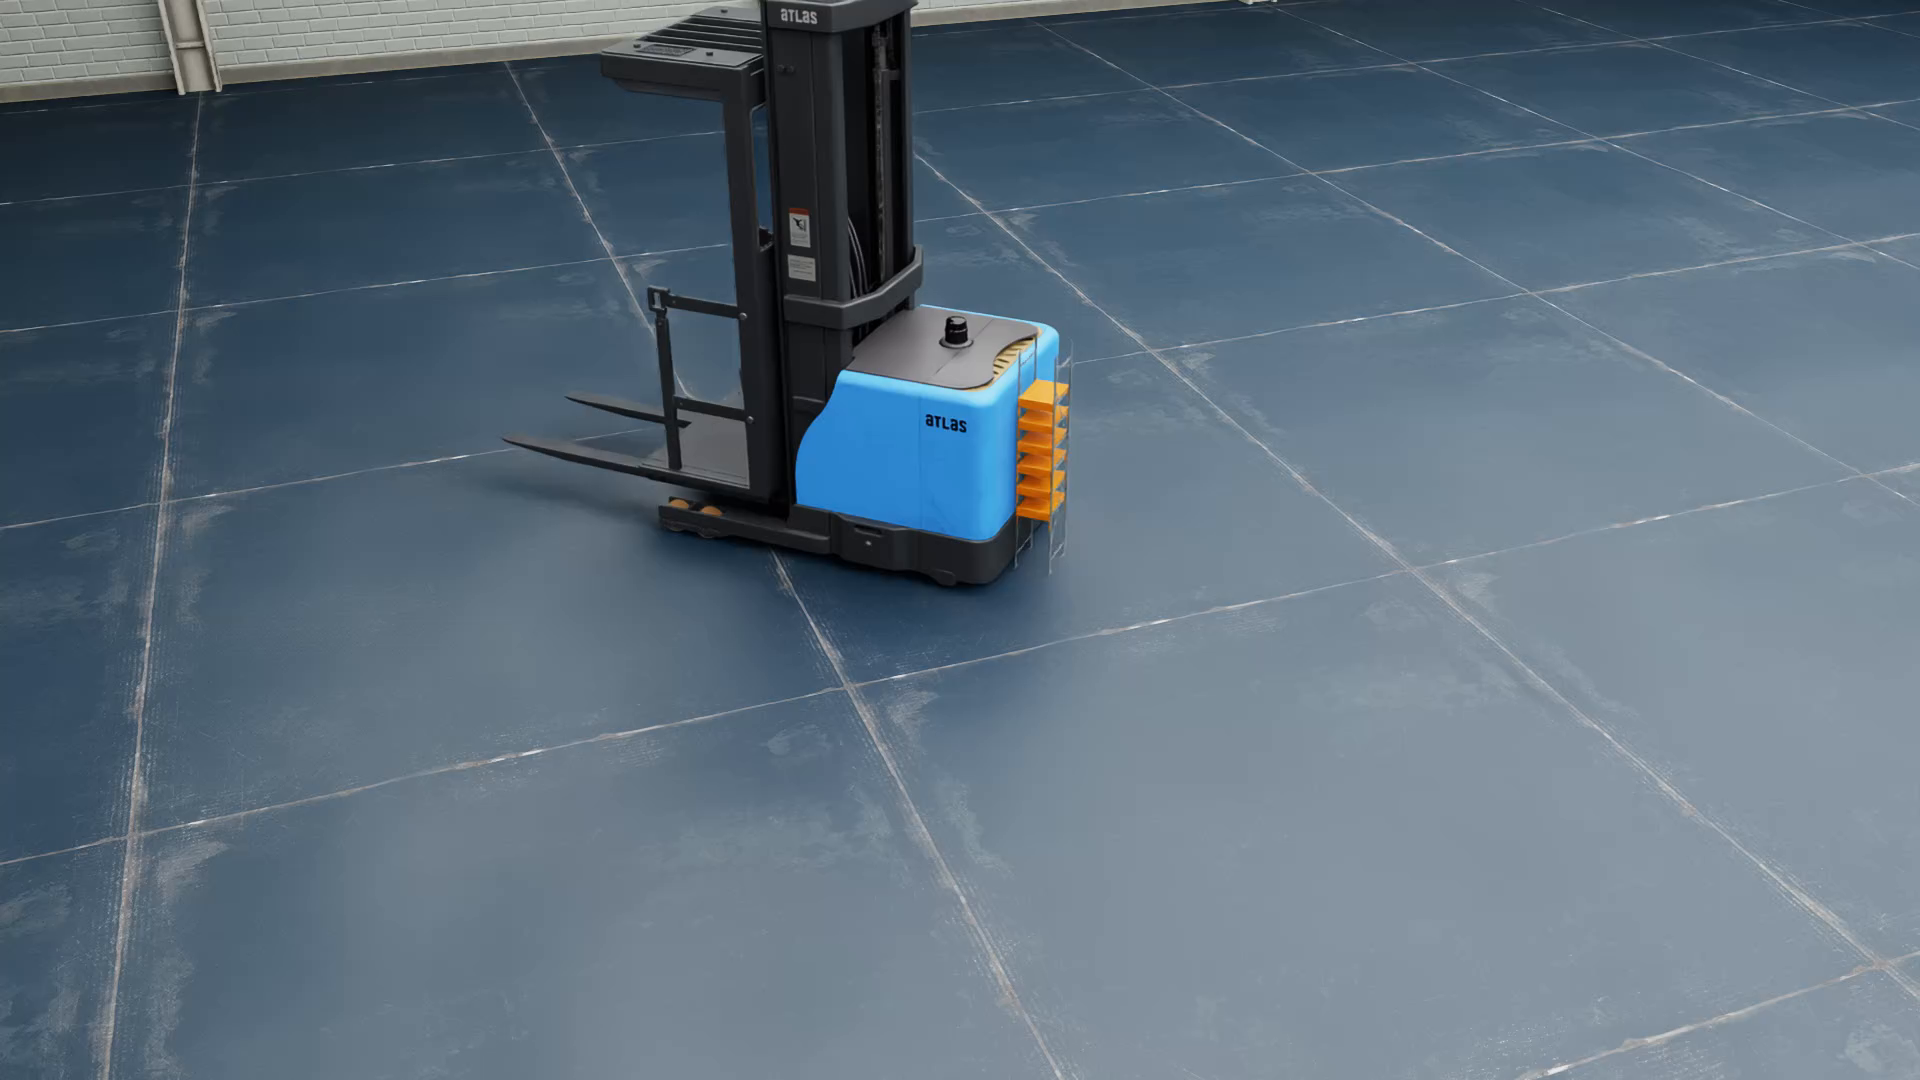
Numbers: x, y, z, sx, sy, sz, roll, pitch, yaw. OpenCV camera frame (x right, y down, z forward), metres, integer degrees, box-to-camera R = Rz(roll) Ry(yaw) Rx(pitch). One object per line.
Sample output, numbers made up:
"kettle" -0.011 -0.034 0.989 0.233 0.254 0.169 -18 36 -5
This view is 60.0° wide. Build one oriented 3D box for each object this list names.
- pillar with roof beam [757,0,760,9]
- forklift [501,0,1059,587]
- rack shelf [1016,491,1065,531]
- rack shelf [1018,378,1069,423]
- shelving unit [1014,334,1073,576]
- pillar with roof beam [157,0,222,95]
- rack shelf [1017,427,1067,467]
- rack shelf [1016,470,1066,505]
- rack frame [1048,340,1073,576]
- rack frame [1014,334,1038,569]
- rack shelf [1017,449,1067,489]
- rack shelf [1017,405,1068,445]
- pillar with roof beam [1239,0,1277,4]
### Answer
"pillar with roof beam" -0.498 -7.473 12.777 0.400 9.000 9.100 -10 31 -18
"forklift" -1.045 -1.508 8.436 3.031 2.935 1.130 12 32 20
"rack shelf" 0.412 -0.162 8.396 0.180 0.103 0.258 12 32 20
"rack shelf" 0.412 -0.683 8.098 0.180 0.103 0.258 12 32 20
"shelving unit" 0.412 -0.409 8.255 0.189 1.200 0.258 12 32 20
"pillar with roof beam" -6.121 -6.438 10.959 0.400 9.000 9.100 -10 31 -18
"rack shelf" 0.412 -0.475 8.218 0.180 0.103 0.258 12 32 20
"rack shelf" 0.412 -0.266 8.337 0.180 0.103 0.258 12 32 20
"rack frame" 0.496 -0.391 8.224 0.006 1.200 0.240 12 32 20
"rack frame" 0.328 -0.427 8.286 0.006 1.200 0.240 12 32 20
"rack shelf" 0.412 -0.371 8.277 0.180 0.103 0.258 12 32 20
"rack shelf" 0.412 -0.579 8.158 0.180 0.103 0.258 12 32 20
"pillar with roof beam" 5.126 -8.509 14.595 0.400 9.000 9.100 -10 31 -18
